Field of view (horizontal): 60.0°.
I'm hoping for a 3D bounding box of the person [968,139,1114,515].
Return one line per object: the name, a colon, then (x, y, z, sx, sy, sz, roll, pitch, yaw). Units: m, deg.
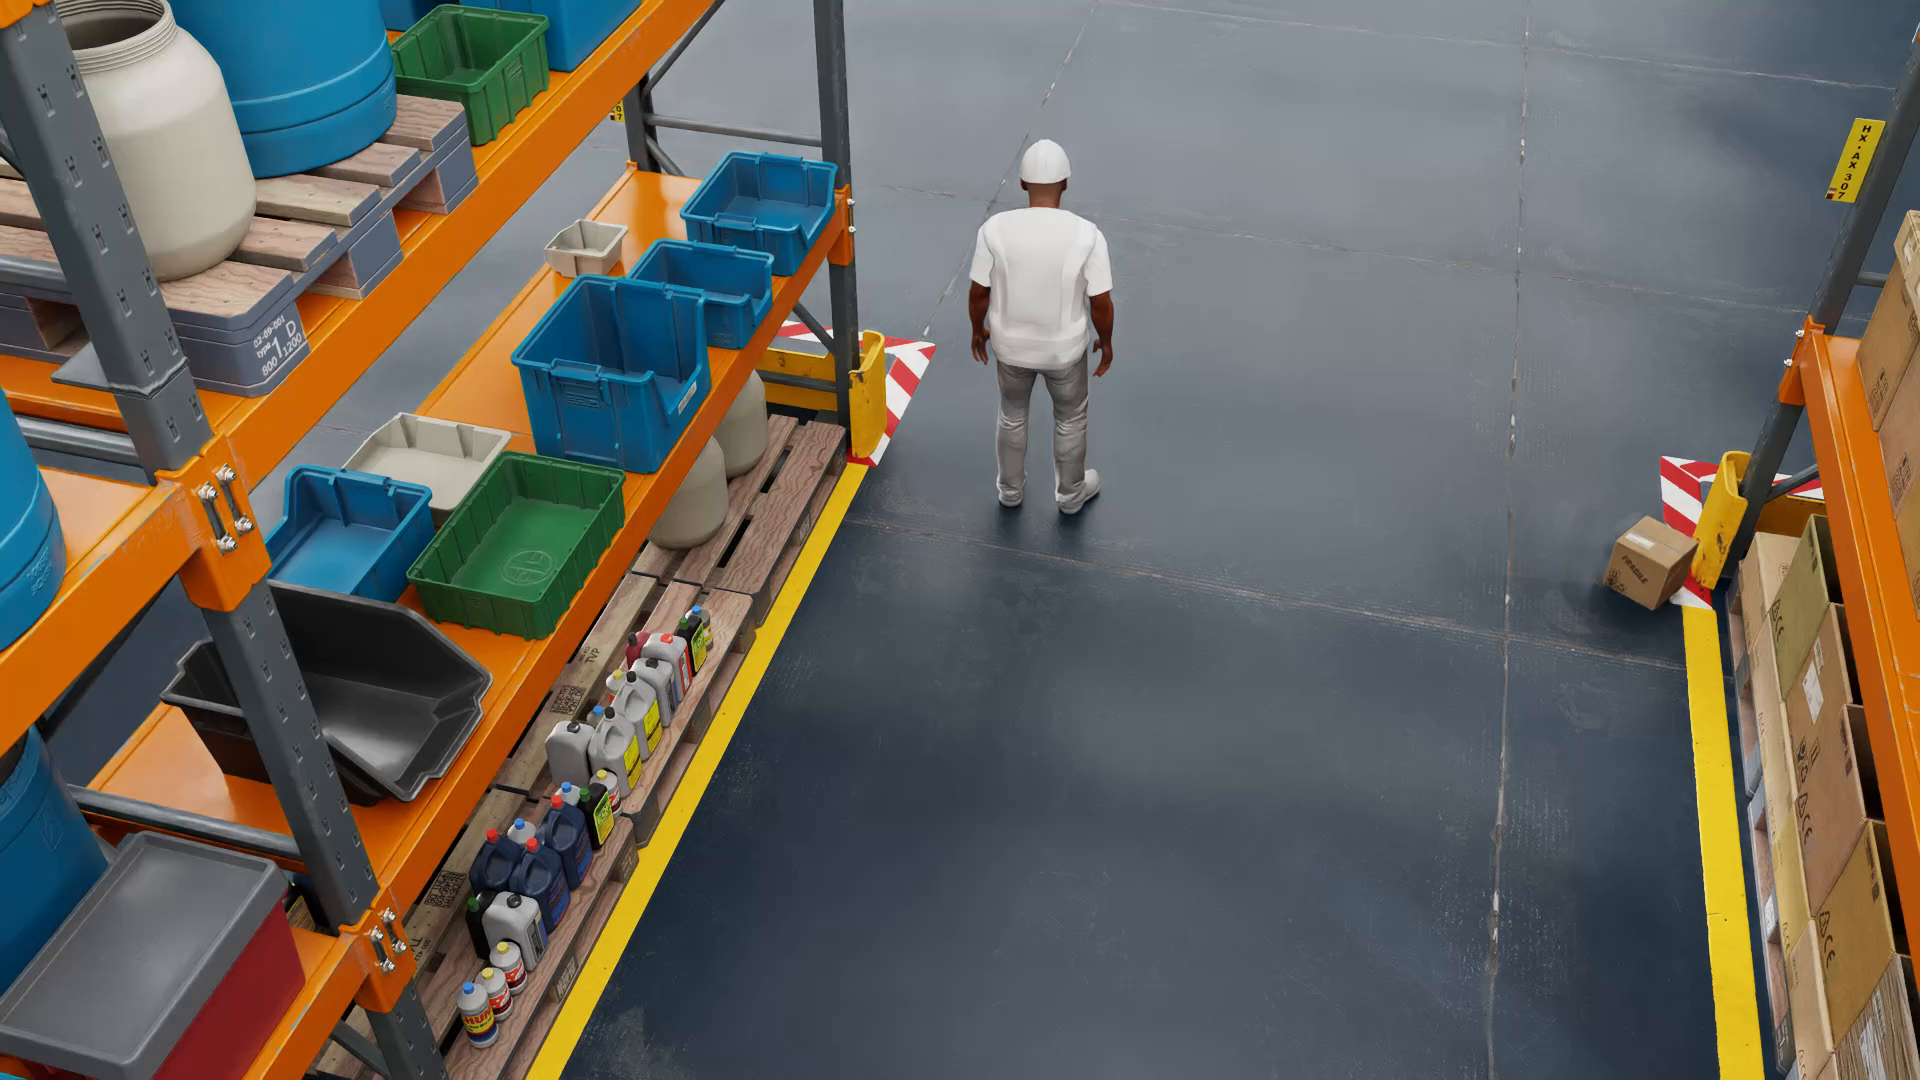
person: (0.352, -0.877, 7.162, 0.625, 1.759, 0.463, 8, 41, 9)
